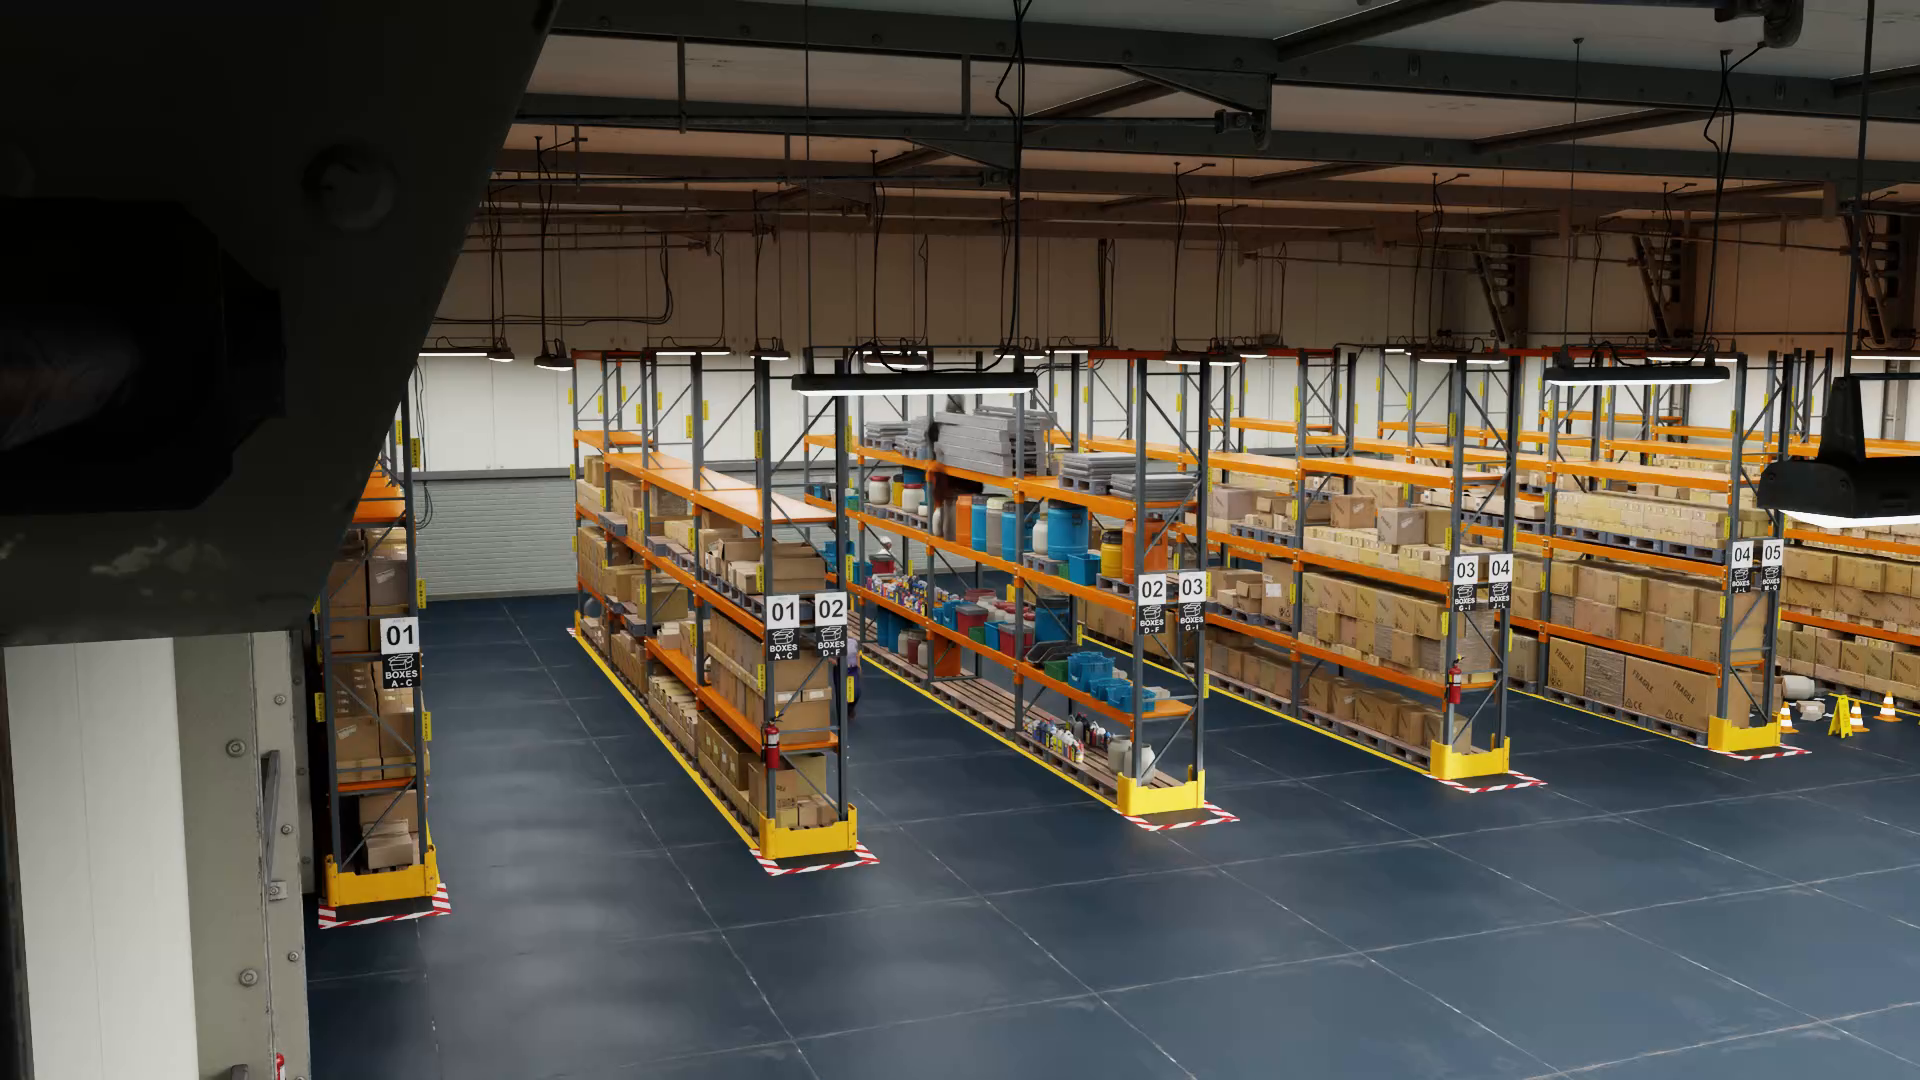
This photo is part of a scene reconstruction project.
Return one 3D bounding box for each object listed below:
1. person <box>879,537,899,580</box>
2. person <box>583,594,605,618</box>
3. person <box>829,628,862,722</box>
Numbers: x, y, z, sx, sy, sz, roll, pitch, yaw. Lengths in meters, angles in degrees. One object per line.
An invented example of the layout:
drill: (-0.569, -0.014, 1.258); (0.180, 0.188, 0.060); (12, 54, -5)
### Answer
person: (-1.634, 0.798, 37.691); (0.728, 1.782, 0.683); (4, 8, 27)
person: (-7.996, 0.990, 36.451); (0.790, 1.728, 0.610); (-1, 7, -5)
person: (-1.835, 2.178, 27.007); (0.592, 1.609, 0.577); (-3, 8, -22)
